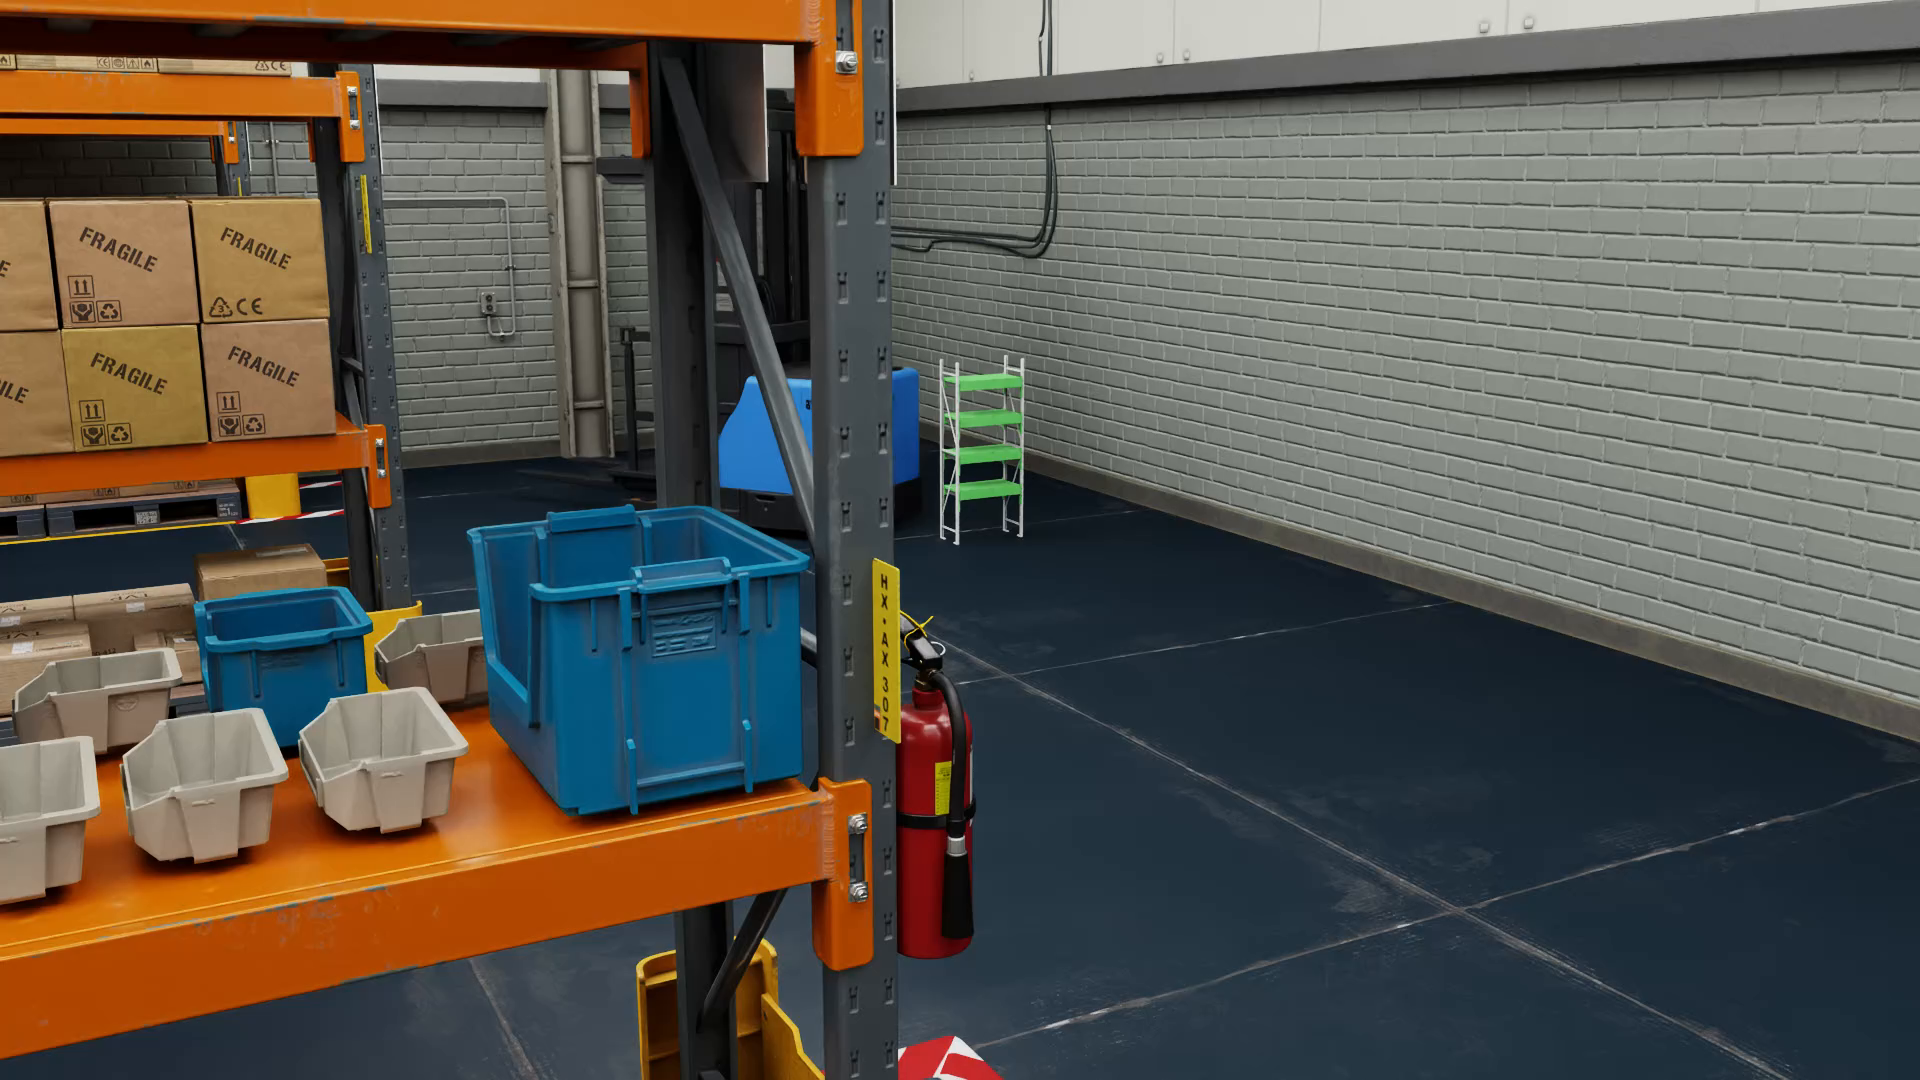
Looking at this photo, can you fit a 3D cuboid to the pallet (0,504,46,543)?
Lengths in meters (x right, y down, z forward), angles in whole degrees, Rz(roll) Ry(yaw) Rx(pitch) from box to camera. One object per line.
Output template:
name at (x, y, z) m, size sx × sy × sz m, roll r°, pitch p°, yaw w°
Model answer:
pallet at (-6.891, -0.146, 11.276) m, size 1.213 × 0.211 × 1.003 m, roll -7°, pitch 14°, yaw -28°

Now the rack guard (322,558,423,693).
rack guard at (-2.847, 0.449, 7.976) m, size 0.348 × 0.500 × 1.175 m, roll -7°, pitch 14°, yaw -28°

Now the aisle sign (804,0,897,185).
aisle sign at (-0.207, -1.043, 2.991) m, size 0.004 × 0.787 × 0.394 m, roll -7°, pitch 14°, yaw -28°

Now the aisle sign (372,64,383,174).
aisle sign at (-2.574, -1.995, 7.221) m, size 0.004 × 0.787 × 0.394 m, roll -7°, pitch 14°, yaw -28°

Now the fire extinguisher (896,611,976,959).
fire extinguisher at (-0.060, 0.468, 3.225) m, size 0.183 × 0.674 × 0.296 m, roll -7°, pitch 14°, yaw -28°

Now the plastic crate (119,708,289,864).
plastic crate at (-1.301, 0.424, 2.857) m, size 0.243 × 0.136 × 0.396 m, roll -7°, pitch 14°, yaw -28°

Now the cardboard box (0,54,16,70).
cardboard box at (-3.982, -1.958, 6.489) m, size 0.500 × 0.250 × 0.500 m, roll -7°, pitch 14°, yaw -28°

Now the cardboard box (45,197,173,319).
cardboard box at (-3.752, -1.263, 7.384) m, size 0.500 × 0.500 × 0.500 m, roll -7°, pitch 14°, yaw -27°

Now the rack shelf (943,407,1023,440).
rack shelf at (0.145, -0.775, 11.016) m, size 0.480 × 0.148 × 0.258 m, roll -7°, pitch 14°, yaw -28°

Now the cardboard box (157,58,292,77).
cardboard box at (-3.105, -2.064, 6.958) m, size 0.500 × 0.250 × 0.500 m, roll -7°, pitch 14°, yaw -28°

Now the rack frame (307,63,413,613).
rack frame at (-2.781, -0.779, 7.737) m, size 0.127 × 3.000 × 1.000 m, roll -7°, pitch 14°, yaw -28°

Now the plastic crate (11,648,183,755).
plastic crate at (-1.702, 0.327, 3.286) m, size 0.298 × 0.136 × 0.250 m, roll -7°, pitch 14°, yaw -28°

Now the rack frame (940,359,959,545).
rack frame at (-0.069, -0.577, 10.941) m, size 0.015 × 1.200 × 0.240 m, roll -7°, pitch 14°, yaw -28°

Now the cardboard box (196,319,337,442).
cardboard box at (-3.043, -0.728, 7.284) m, size 0.500 × 0.500 × 0.500 m, roll -6°, pitch 14°, yaw -26°

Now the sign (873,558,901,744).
sign at (-0.133, 0.201, 3.012) m, size 0.005 × 0.325 × 0.100 m, roll -7°, pitch 14°, yaw -28°

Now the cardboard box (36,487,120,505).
cardboard box at (-6.163, -0.573, 11.559) m, size 0.500 × 0.500 × 0.700 m, roll -7°, pitch 14°, yaw -28°

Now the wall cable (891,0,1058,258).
wall cable at (-0.022, -3.671, 13.997) m, size 0.112 × 2.526 × 3.097 m, roll -7°, pitch 14°, yaw -28°

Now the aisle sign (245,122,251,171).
aisle sign at (-4.951, -2.951, 11.469) m, size 0.004 × 0.787 × 0.394 m, roll -7°, pitch 14°, yaw -28°

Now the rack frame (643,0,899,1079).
rack frame at (-0.409, 0.177, 3.491) m, size 0.053 × 2.616 × 0.949 m, roll -7°, pitch 14°, yaw -28°

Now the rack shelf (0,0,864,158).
rack shelf at (-2.166, -0.726, 2.308) m, size 4.000 × 0.370 × 1.077 m, roll -7°, pitch 14°, yaw -28°

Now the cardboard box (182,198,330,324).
cardboard box at (-3.040, -1.215, 7.173) m, size 0.500 × 0.500 × 0.500 m, roll -7°, pitch 14°, yaw -28°

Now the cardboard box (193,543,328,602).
cardboard box at (-3.140, 0.331, 7.498) m, size 0.500 × 0.500 × 0.500 m, roll -7°, pitch 14°, yaw -28°

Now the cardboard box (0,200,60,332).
cardboard box at (-3.935, -1.107, 6.690) m, size 0.500 × 0.500 × 0.500 m, roll -6°, pitch 14°, yaw -26°

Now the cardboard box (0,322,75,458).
cardboard box at (-3.938, -0.621, 6.810) m, size 0.500 × 0.500 × 0.500 m, roll -7°, pitch 14°, yaw -27°

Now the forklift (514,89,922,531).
forklift at (-1.819, -1.635, 11.700) m, size 3.031 × 2.935 × 1.130 m, roll 6°, pitch 14°, yaw 27°

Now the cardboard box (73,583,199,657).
cardboard box at (-3.833, 0.403, 7.746) m, size 0.500 × 0.250 × 0.500 m, roll -7°, pitch 14°, yaw -28°

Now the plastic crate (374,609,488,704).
plastic crate at (-1.106, 0.256, 3.604) m, size 0.298 × 0.136 × 0.250 m, roll -7°, pitch 14°, yaw -28°

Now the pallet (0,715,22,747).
pallet at (-4.616, 0.801, 7.068) m, size 1.213 × 0.211 × 1.003 m, roll -7°, pitch 14°, yaw -28°

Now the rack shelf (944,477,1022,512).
rack shelf at (0.145, -0.306, 11.122) m, size 0.480 × 0.148 × 0.258 m, roll -7°, pitch 14°, yaw -28°

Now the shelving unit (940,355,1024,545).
shelving unit at (0.145, -0.603, 11.055) m, size 0.503 × 1.200 × 0.258 m, roll -7°, pitch 14°, yaw -28°

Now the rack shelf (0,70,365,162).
rack shelf at (-4.536, -1.681, 6.552) m, size 4.000 × 0.370 × 1.077 m, roll -7°, pitch 14°, yaw -28°

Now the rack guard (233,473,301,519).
rack guard at (-5.136, -0.516, 12.263) m, size 0.348 × 0.500 × 1.175 m, roll -7°, pitch 14°, yaw -28°

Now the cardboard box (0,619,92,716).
cardboard box at (-3.988, 0.547, 7.107) m, size 0.500 × 0.250 × 0.500 m, roll -7°, pitch 14°, yaw -28°
